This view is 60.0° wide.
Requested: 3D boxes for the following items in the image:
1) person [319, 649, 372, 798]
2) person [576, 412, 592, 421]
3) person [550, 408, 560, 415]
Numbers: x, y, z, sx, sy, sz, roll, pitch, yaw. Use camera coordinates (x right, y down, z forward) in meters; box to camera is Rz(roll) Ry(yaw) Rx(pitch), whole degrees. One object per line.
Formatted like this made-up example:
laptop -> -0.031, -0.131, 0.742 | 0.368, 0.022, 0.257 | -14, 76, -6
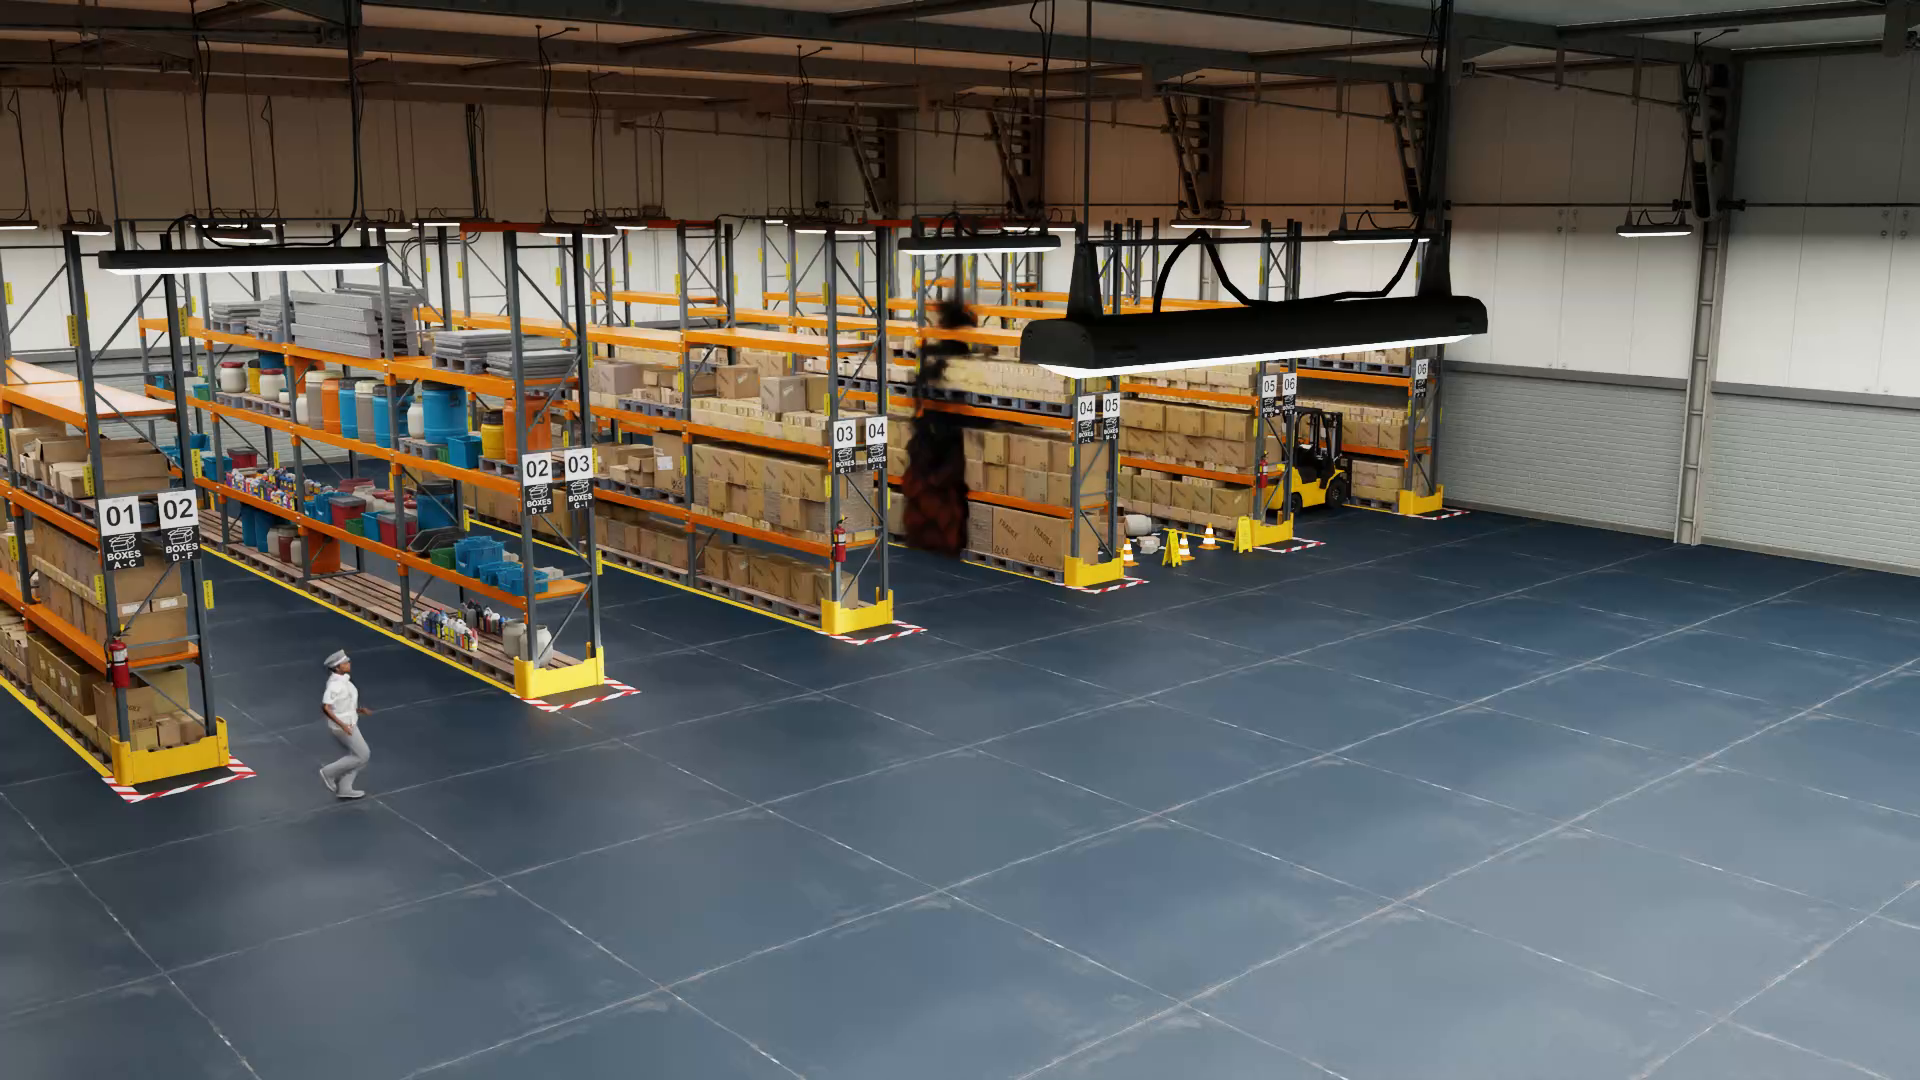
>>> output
person -> -6.623, 1.983, 17.900 | 0.563, 1.657, 0.585 | -3, 12, -15
person -> -8.591, -2.106, 37.735 | 0.698, 1.813, 0.934 | -9, 14, -36
person -> -9.421, -2.223, 38.608 | 0.681, 1.674, 0.916 | -3, 12, -14
